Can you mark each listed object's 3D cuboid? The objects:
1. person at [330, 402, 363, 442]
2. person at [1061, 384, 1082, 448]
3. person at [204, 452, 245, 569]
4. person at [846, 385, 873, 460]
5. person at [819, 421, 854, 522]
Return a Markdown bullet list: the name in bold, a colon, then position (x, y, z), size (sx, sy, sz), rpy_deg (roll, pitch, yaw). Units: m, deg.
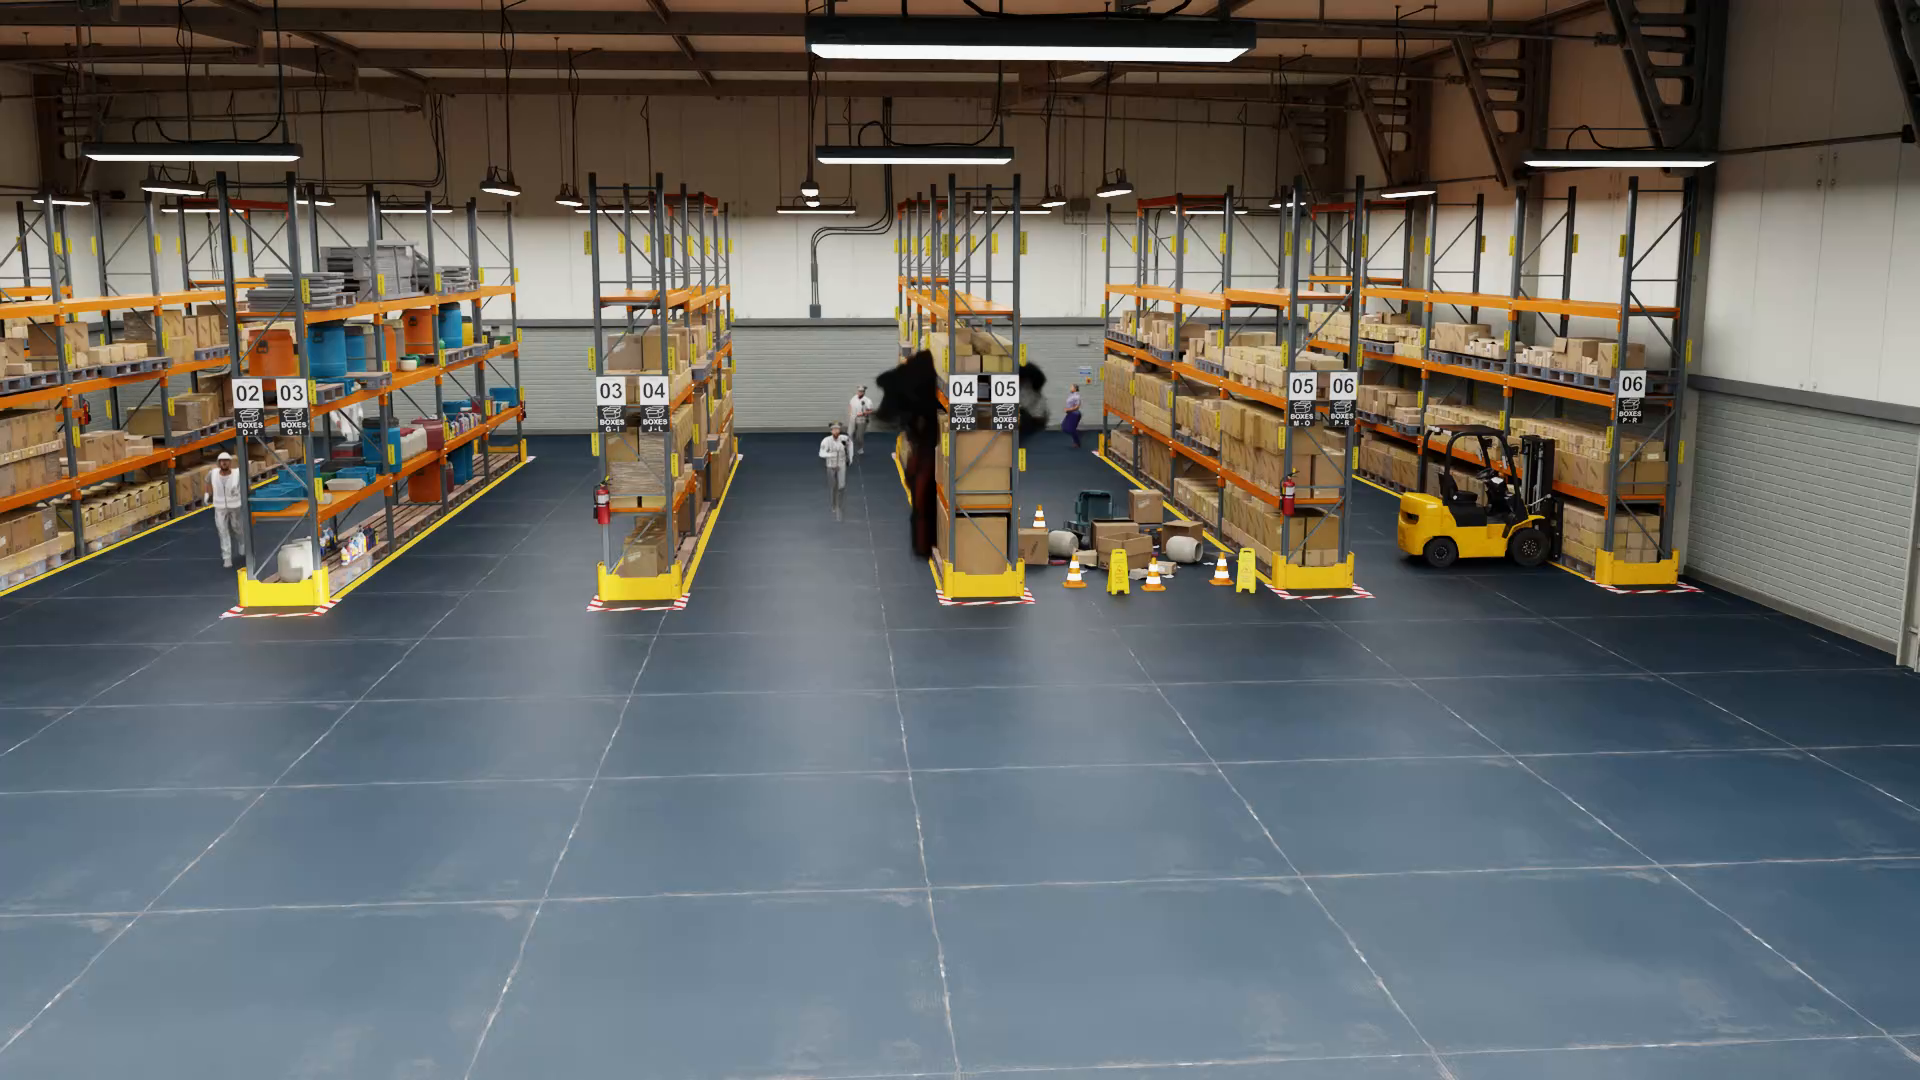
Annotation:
- **person**: position (-14.355, -2.697, 39.032), size (0.751, 1.759, 0.730), rpy_deg (-10, 14, -43)
- **person**: position (2.816, -3.126, 41.803), size (0.539, 1.608, 0.601), rpy_deg (-3, 10, -16)
- **person**: position (-11.628, -0.513, 26.423), size (0.697, 1.788, 1.012), rpy_deg (-3, 10, -17)
- **person**: position (-2.389, -2.820, 39.721), size (0.694, 1.774, 0.914), rpy_deg (3, 11, 18)
- **person**: position (-2.166, -1.226, 29.285), size (0.638, 1.772, 0.779), rpy_deg (-2, 10, -12)
